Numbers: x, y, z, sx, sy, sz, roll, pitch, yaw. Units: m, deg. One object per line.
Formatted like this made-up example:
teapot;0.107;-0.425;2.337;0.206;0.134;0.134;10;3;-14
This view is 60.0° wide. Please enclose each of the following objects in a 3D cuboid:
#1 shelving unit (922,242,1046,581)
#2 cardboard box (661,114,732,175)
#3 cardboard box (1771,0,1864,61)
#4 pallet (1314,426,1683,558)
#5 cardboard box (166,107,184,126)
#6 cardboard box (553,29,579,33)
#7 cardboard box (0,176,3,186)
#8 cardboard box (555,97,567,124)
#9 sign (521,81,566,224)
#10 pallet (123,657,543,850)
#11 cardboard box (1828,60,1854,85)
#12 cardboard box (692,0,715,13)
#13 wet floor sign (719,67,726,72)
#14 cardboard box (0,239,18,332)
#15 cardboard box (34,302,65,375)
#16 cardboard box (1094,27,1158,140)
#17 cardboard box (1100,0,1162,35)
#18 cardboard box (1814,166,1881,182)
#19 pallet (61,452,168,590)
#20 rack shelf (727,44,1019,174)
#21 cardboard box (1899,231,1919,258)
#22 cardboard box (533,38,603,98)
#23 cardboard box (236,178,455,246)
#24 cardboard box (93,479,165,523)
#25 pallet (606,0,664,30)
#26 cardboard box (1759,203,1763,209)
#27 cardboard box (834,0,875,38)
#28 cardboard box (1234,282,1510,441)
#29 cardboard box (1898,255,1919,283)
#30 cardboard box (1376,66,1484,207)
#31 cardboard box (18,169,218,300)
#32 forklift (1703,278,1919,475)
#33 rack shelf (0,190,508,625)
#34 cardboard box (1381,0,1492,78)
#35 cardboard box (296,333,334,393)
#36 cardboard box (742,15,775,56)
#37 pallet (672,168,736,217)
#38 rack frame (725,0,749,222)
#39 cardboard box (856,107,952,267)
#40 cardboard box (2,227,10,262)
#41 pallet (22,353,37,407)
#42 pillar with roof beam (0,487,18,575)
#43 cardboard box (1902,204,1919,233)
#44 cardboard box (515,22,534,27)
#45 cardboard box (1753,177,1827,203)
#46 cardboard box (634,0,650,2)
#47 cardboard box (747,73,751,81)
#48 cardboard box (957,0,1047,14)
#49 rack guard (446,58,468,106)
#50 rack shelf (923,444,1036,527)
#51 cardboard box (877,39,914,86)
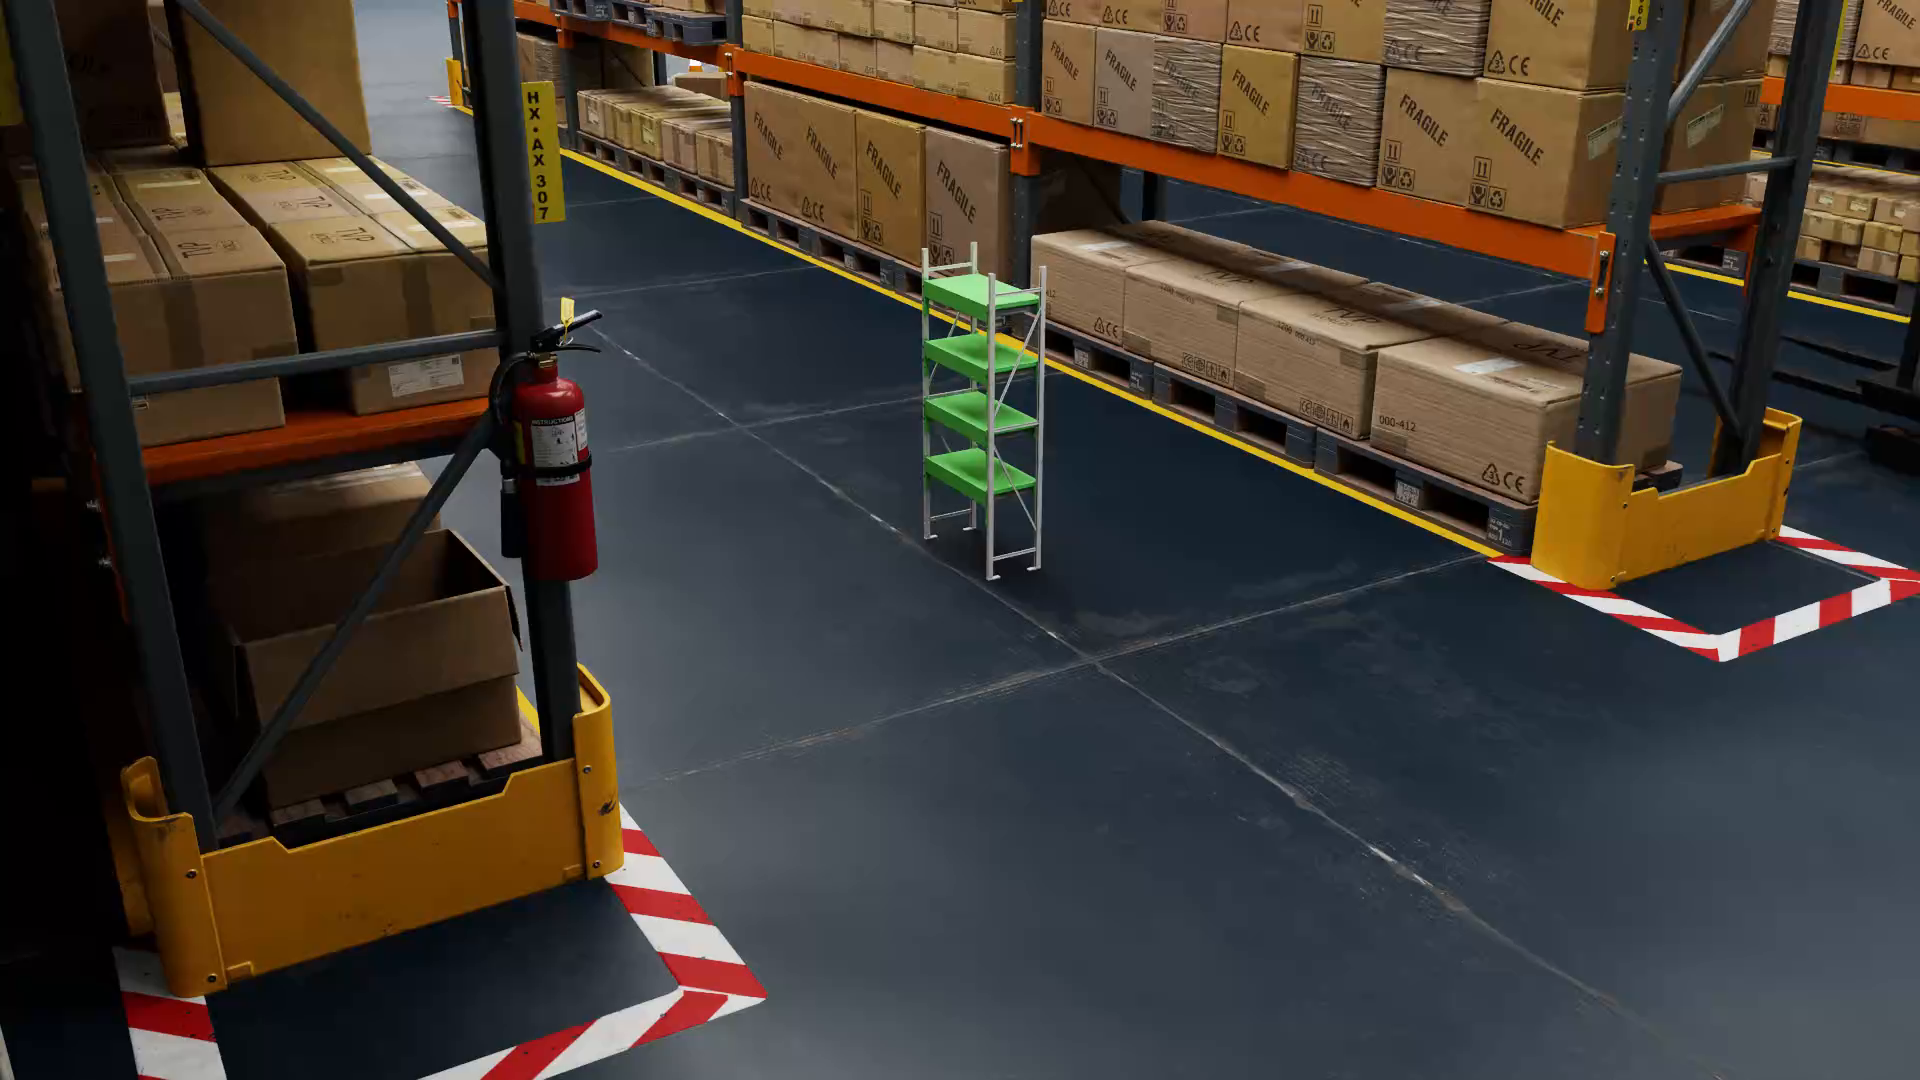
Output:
shelving unit;0.085;-0.502;6.454;0.258;1.200;0.503;-13;25;-28
cardboard box;-1.944;-3.350;14.002;0.950;0.372;0.625;-13;26;-29
cardboard box;5.489;-3.287;10.388;0.500;0.500;0.500;-13;26;-29
pallet;2.331;-0.313;7.301;1.003;0.211;1.213;-13;25;-28
cardboard box;-2.763;-1.491;6.300;0.500;0.250;0.500;-13;25;-28
cardboard box;-3.939;-5.096;17.463;0.500;0.500;0.500;-11;25;-25
cardboard box;-3.481;-1.556;6.460;0.500;0.250;0.500;-13;25;-29
cardboard box;-3.856;-4.306;16.516;0.500;0.250;0.500;-11;25;-26
sign;-0.992;-0.911;3.919;0.100;0.325;0.005;-13;25;-28
pallet;-1.906;0.604;5.045;1.003;0.211;1.213;-13;25;-28
cardboard box;5.545;-2.953;10.426;0.380;0.149;0.250;-11;25;-26
cardboard box;-1.849;-4.163;12.845;0.380;0.149;0.250;-12;25;-27
wet floor sign;-2.880;-6.063;20.872;0.267;0.644;0.232;-18;28;-37
cardboard box;-4.793;-1.343;8.894;0.500;0.500;0.500;-14;26;-30
cardboard box;-2.323;-0.582;4.593;0.380;0.149;0.250;-13;25;-28
cardboard box;1.031;-2.336;8.443;0.500;0.500;0.500;-12;25;-28
cardboard box;1.051;-2.800;8.256;0.500;0.500;0.500;-13;25;-29
cardboard box;5.954;-2.402;11.176;0.380;0.149;0.250;-14;26;-31
pallet;-3.152;-0.186;6.988;1.003;0.211;1.213;-13;25;-28
rack shelf;-0.258;-2.970;11.091;1.077;0.370;4.000;-13;25;-28
cardboard box;5.953;-1.807;10.106;0.380;0.149;0.250;-12;25;-27
cardboard box;-3.856;-4.654;16.375;0.500;0.500;0.500;-13;25;-29
cardboard box;-1.717;-0.835;4.687;0.500;0.250;0.500;-12;25;-28
cardboard box;-3.146;-0.174;6.485;0.380;0.149;0.250;-13;25;-29
pallet;-2.326;-4.495;14.141;1.003;0.211;1.213;-13;25;-28
cardboard box;5.495;-2.155;10.964;0.380;0.149;0.250;-11;25;-26
cardboard box;-0.479;-3.403;10.737;0.500;0.250;0.500;-12;25;-27
cardboard box;1.909;-0.858;7.783;0.875;0.438;0.875;-12;25;-27
cardboard box;5.961;-1.664;10.150;0.380;0.149;0.250;-14;26;-31
cardboard box;2.089;-1.678;6.824;0.500;0.500;0.500;-13;26;-29
cardboard box;-2.433;-0.900;4.846;0.500;0.250;0.500;-12;25;-27
forklift;4.857;-1.722;7.155;1.130;2.935;3.031;-12;25;-26
rack shelf;-2.480;-0.719;5.553;1.077;0.370;4.000;-13;25;-28
cardboard box;2.063;-2.144;6.643;0.500;0.500;0.500;-13;25;-28
cardboard box;-1.560;-0.521;4.444;0.380;0.149;0.250;-12;25;-27
cardboard box;-1.246;-3.675;12.067;0.500;0.250;0.500;-13;26;-29
pallet;-1.678;-2.912;13.696;1.003;0.211;1.213;-13;25;-28
rack frame;-1.280;-3.951;12.548;1.000;3.000;0.127;-13;25;-28
cardboard box;-0.090;-2.342;10.855;0.875;0.875;0.875;-12;25;-27
cardboard box;-4.636;-1.512;8.447;0.380;0.149;0.250;-12;25;-27
pallet;-4.577;-1.060;9.138;1.003;0.211;1.213;-13;25;-28
pillar with roof beam;-0.220;-4.909;6.937;9.100;9.000;0.400;-13;25;-28
cardboard box;5.939;-1.942;10.044;0.380;0.149;0.250;-12;25;-26
cardboard box;-4.909;-5.318;18.010;0.500;0.500;0.500;-14;26;-30
cardboard box;5.439;-2.288;10.895;0.380;0.149;0.250;-12;25;-27
cardboard box;-2.509;-4.576;13.862;0.380;0.149;0.250;-14;26;-30
cardboard box;-2.293;-5.302;19.189;0.637;0.503;0.797;8;23;18
cardboard box;0.319;-3.262;9.392;0.500;0.500;0.500;-12;25;-27
rack guard;-5.328;-5.358;19.329;1.175;0.500;0.348;-13;25;-28
rack shelf;0.085;-0.221;6.568;0.258;0.148;0.480;-13;25;-28
cardboard box;-0.183;-3.015;10.446;0.500;0.250;0.500;-13;26;-30
